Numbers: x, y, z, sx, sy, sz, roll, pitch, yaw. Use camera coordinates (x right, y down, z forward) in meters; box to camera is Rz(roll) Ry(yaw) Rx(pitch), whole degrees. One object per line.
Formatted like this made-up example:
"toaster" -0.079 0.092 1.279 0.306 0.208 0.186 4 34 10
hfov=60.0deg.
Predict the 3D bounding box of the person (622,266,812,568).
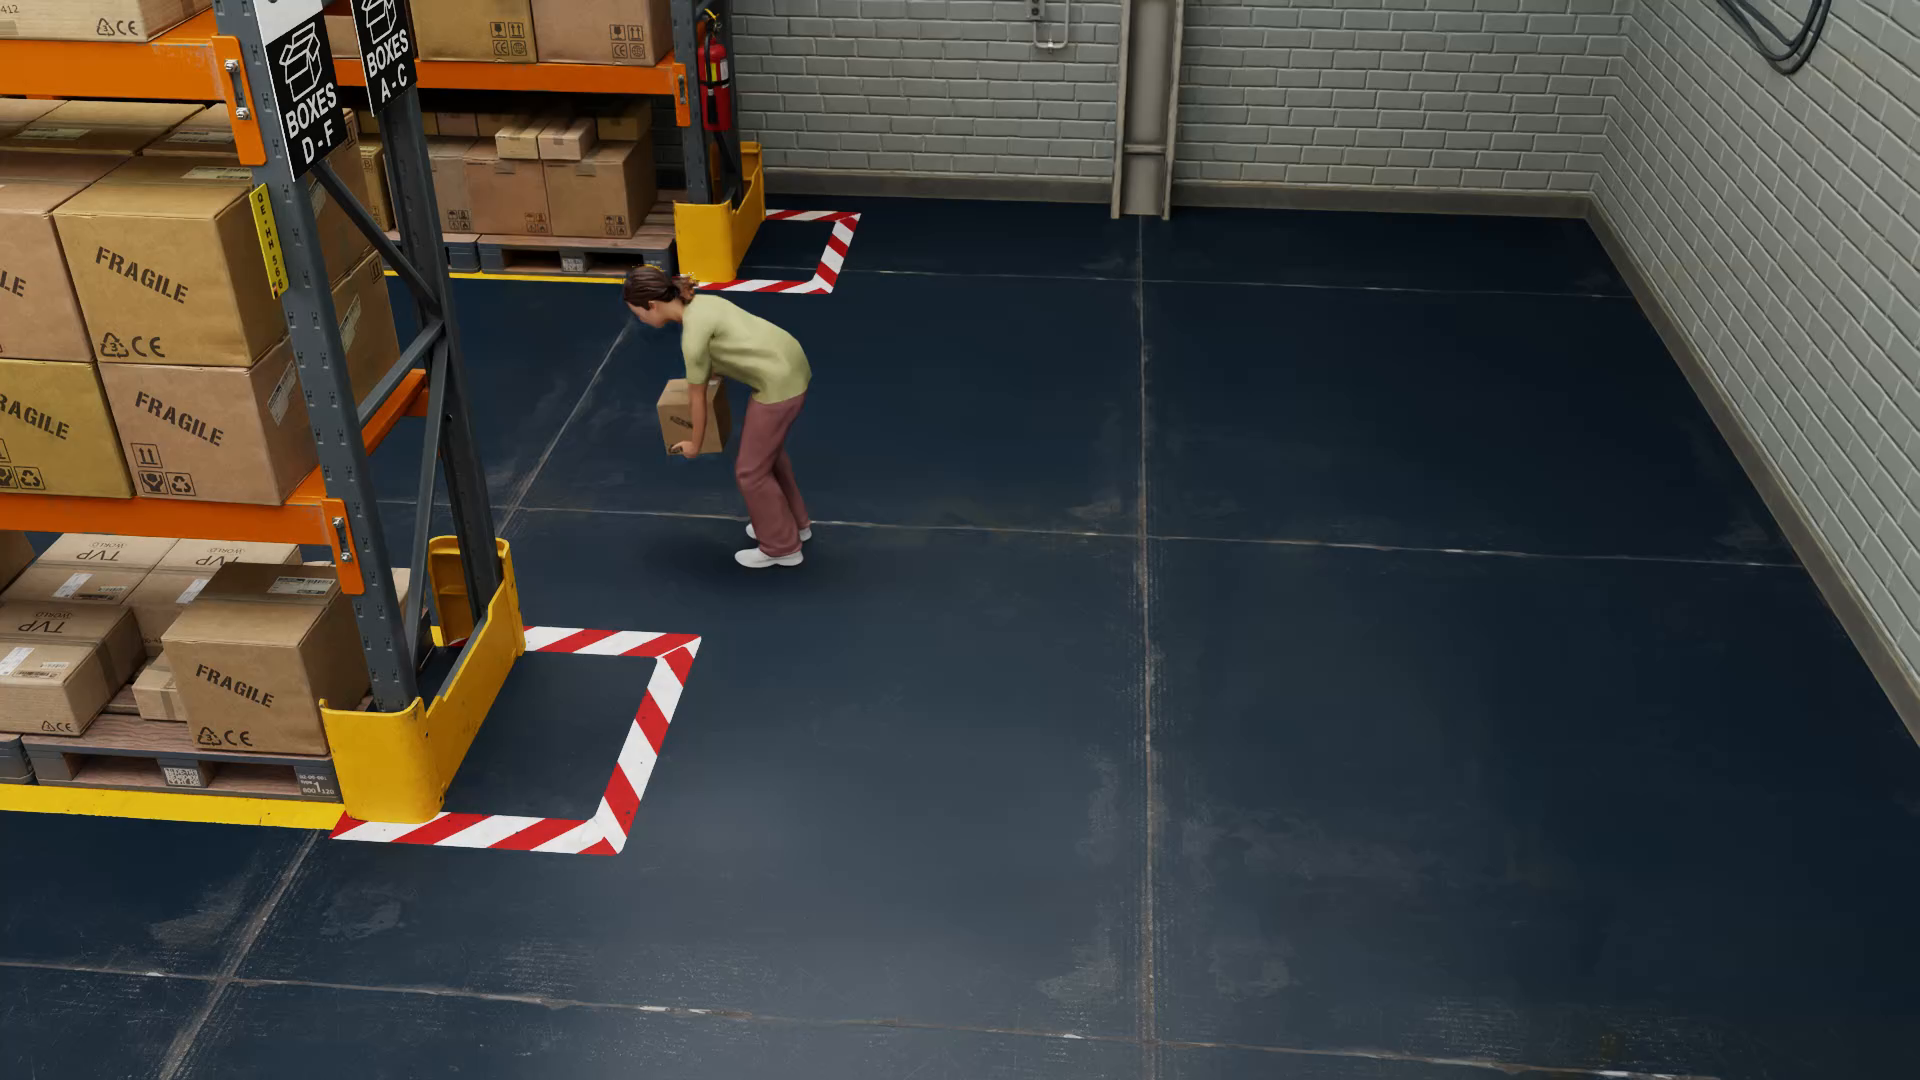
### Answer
"person" -1.035 -0.545 7.291 0.777 1.380 0.406 2 32 3
